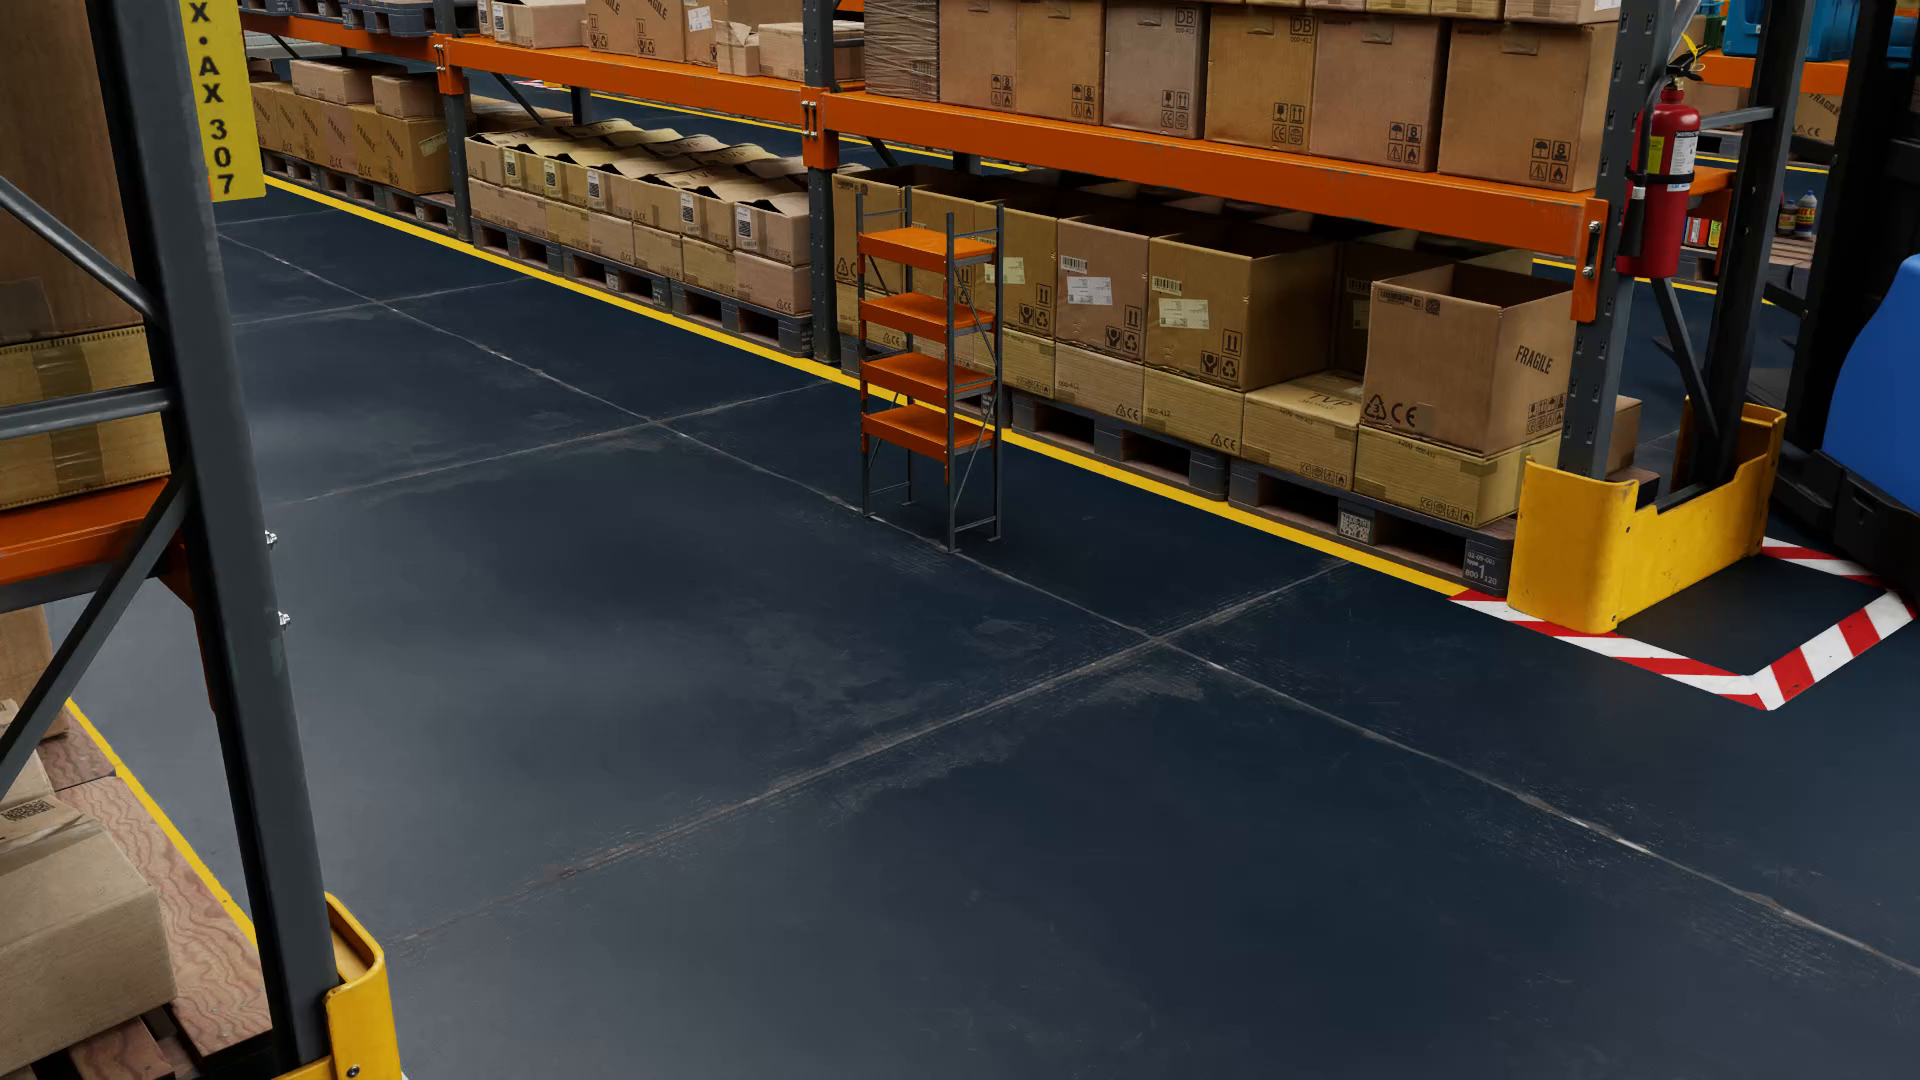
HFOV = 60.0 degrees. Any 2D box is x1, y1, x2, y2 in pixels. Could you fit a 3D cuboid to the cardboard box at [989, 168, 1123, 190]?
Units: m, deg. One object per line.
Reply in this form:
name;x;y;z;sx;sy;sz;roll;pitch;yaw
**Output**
cardboard box;0.477;-1.436;7.702;0.500;0.500;0.500;-17;27;-37

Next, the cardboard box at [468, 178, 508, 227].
cardboard box;-2.801;-2.194;10.667;0.500;0.250;0.500;-18;27;-38

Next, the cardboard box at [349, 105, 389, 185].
cardboard box;-4.046;-2.880;12.048;0.500;0.500;0.500;-19;28;-39

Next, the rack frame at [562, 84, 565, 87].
rack frame;-4.387;-6.882;19.441;1.000;3.000;0.127;-17;27;-37

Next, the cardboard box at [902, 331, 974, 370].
cardboard box;0.086;-0.964;7.526;0.500;0.250;0.500;-17;27;-37

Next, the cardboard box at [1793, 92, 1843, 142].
cardboard box;7.429;-3.657;14.060;0.500;0.500;0.500;-18;28;-39

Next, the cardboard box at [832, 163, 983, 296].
cardboard box;-0.244;-1.450;7.739;0.500;0.500;0.500;-17;27;-37

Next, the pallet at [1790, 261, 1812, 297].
pallet;5.445;-1.398;9.265;1.003;0.211;1.213;-17;27;-37

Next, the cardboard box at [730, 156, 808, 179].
cardboard box;-1.052;-2.020;9.455;0.500;0.311;0.500;-19;28;-39

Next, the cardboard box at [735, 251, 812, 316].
cardboard box;-0.799;-1.349;8.510;0.500;0.250;0.500;-18;28;-38

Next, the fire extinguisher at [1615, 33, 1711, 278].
fire extinguisher;2.027;-1.104;4.795;0.296;0.674;0.183;-17;27;-37

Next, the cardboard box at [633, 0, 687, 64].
cardboard box;-1.469;-2.935;9.227;0.500;0.500;0.500;-17;27;-37

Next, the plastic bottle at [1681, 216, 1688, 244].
plastic bottle;4.292;-1.915;9.893;0.152;0.276;0.135;-18;28;-39

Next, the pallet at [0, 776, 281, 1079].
pallet;-2.002;0.942;3.290;1.003;0.211;1.213;-17;27;-37

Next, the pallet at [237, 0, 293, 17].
pallet;-5.092;-4.262;13.017;1.003;0.211;1.213;-17;27;-37

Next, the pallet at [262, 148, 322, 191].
pallet;-4.972;-3.084;13.569;1.003;0.211;1.213;-17;27;-37

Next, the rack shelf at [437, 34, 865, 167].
rack shelf;-1.615;-2.606;9.510;1.077;0.370;4.000;-17;27;-37

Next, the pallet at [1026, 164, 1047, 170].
pallet;1.311;-3.150;13.736;1.003;0.211;1.213;-17;27;-37

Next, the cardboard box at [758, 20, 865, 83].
cardboard box;-0.664;-2.444;8.317;0.500;0.250;0.500;-15;26;-34

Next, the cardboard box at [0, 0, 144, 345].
cardboard box;-1.532;-0.595;2.540;0.500;0.500;0.500;-17;27;-37

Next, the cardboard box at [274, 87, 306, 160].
cardboard box;-5.043;-3.303;13.128;0.500;0.500;0.500;-17;27;-37

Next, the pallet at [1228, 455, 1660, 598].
pallet;1.771;-0.186;6.169;1.003;0.211;1.213;-17;27;-37

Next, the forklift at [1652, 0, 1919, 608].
forklift;3.589;-1.561;5.950;1.130;2.935;3.031;0;21;0

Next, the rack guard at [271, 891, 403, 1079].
rack guard;-1.498;1.040;2.643;1.175;0.500;0.348;-17;27;-37

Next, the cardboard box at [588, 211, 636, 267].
cardboard box;-1.794;-1.771;9.588;0.500;0.250;0.500;-17;27;-36

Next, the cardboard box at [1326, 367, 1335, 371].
cardboard box;1.465;-0.675;6.789;0.500;0.250;0.500;-17;27;-37

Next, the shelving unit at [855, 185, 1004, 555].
shelving unit;-0.108;-0.604;5.882;0.258;1.200;0.503;-17;27;-37

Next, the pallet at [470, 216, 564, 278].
pallet;-2.412;-1.958;10.694;1.003;0.211;1.213;-17;27;-37

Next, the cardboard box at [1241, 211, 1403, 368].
cardboard box;1.456;-1.021;6.645;0.500;0.500;0.500;-17;27;-37

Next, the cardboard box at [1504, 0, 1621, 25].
cardboard box;1.908;-1.692;5.164;0.380;0.149;0.250;-18;28;-38

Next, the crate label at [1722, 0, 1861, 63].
crate label;4.651;-2.922;9.282;0.502;0.435;0.616;-17;27;-37

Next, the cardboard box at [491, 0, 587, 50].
cardboard box;-2.483;-3.159;10.058;0.500;0.311;0.500;-18;28;-38

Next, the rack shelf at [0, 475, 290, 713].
rack shelf;-2.754;-0.320;3.675;1.077;0.370;4.000;-17;27;-37

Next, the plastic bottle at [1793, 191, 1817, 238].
plastic bottle;5.109;-1.971;10.040;0.097;0.271;0.097;0;21;0

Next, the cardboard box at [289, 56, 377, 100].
cardboard box;-4.747;-3.521;12.656;0.500;0.250;0.500;-17;27;-37

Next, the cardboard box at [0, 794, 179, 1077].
cardboard box;-1.832;0.732;3.086;0.500;0.311;0.500;19;28;39

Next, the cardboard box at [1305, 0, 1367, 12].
cardboard box;1.407;-1.904;5.707;0.380;0.149;0.250;-17;27;-37

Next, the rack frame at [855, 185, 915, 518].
rack frame;-0.267;-0.672;6.054;0.240;1.200;0.015;-17;27;-37

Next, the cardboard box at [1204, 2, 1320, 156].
cardboard box;1.341;-1.744;6.187;0.700;0.500;0.500;-17;27;-37

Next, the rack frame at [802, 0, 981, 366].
rack frame;-0.309;-2.388;7.968;1.000;3.000;0.127;-17;27;-37

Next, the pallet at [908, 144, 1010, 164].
pallet;0.289;-3.581;14.837;1.003;0.211;1.213;-17;27;-37

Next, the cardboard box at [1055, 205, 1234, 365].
cardboard box;0.737;-1.036;6.682;0.500;0.500;0.500;-17;27;-37

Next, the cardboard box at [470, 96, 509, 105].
cardboard box;-3.670;-3.011;12.383;0.500;0.500;0.500;-18;28;-38

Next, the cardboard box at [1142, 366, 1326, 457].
cardboard box;1.065;-0.549;6.467;0.500;0.250;0.500;-17;27;-37

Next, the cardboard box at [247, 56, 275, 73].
cardboard box;-6.761;-4.159;15.309;0.797;0.503;0.637;-17;27;-37

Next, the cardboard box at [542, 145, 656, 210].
cardboard box;-2.120;-2.170;9.838;0.500;0.311;0.500;-18;28;-39

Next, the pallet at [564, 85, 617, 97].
pallet;-3.878;-5.346;19.344;1.003;0.211;1.213;-17;27;-37

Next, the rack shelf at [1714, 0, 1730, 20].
rack shelf;5.893;-4.963;15.529;1.077;0.370;4.000;-17;27;-37

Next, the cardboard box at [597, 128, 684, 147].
cardboard box;-2.048;-2.442;10.530;0.500;0.311;0.500;-18;28;-38

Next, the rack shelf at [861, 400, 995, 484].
rack shelf;-0.108;-0.357;5.979;0.258;0.148;0.480;-17;27;-37

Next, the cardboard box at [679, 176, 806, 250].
cardboard box;-1.135;-1.750;8.766;0.500;0.311;0.500;-17;27;-36

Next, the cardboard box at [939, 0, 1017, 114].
cardboard box;0.334;-2.169;7.273;0.700;0.500;0.500;-18;28;-38
